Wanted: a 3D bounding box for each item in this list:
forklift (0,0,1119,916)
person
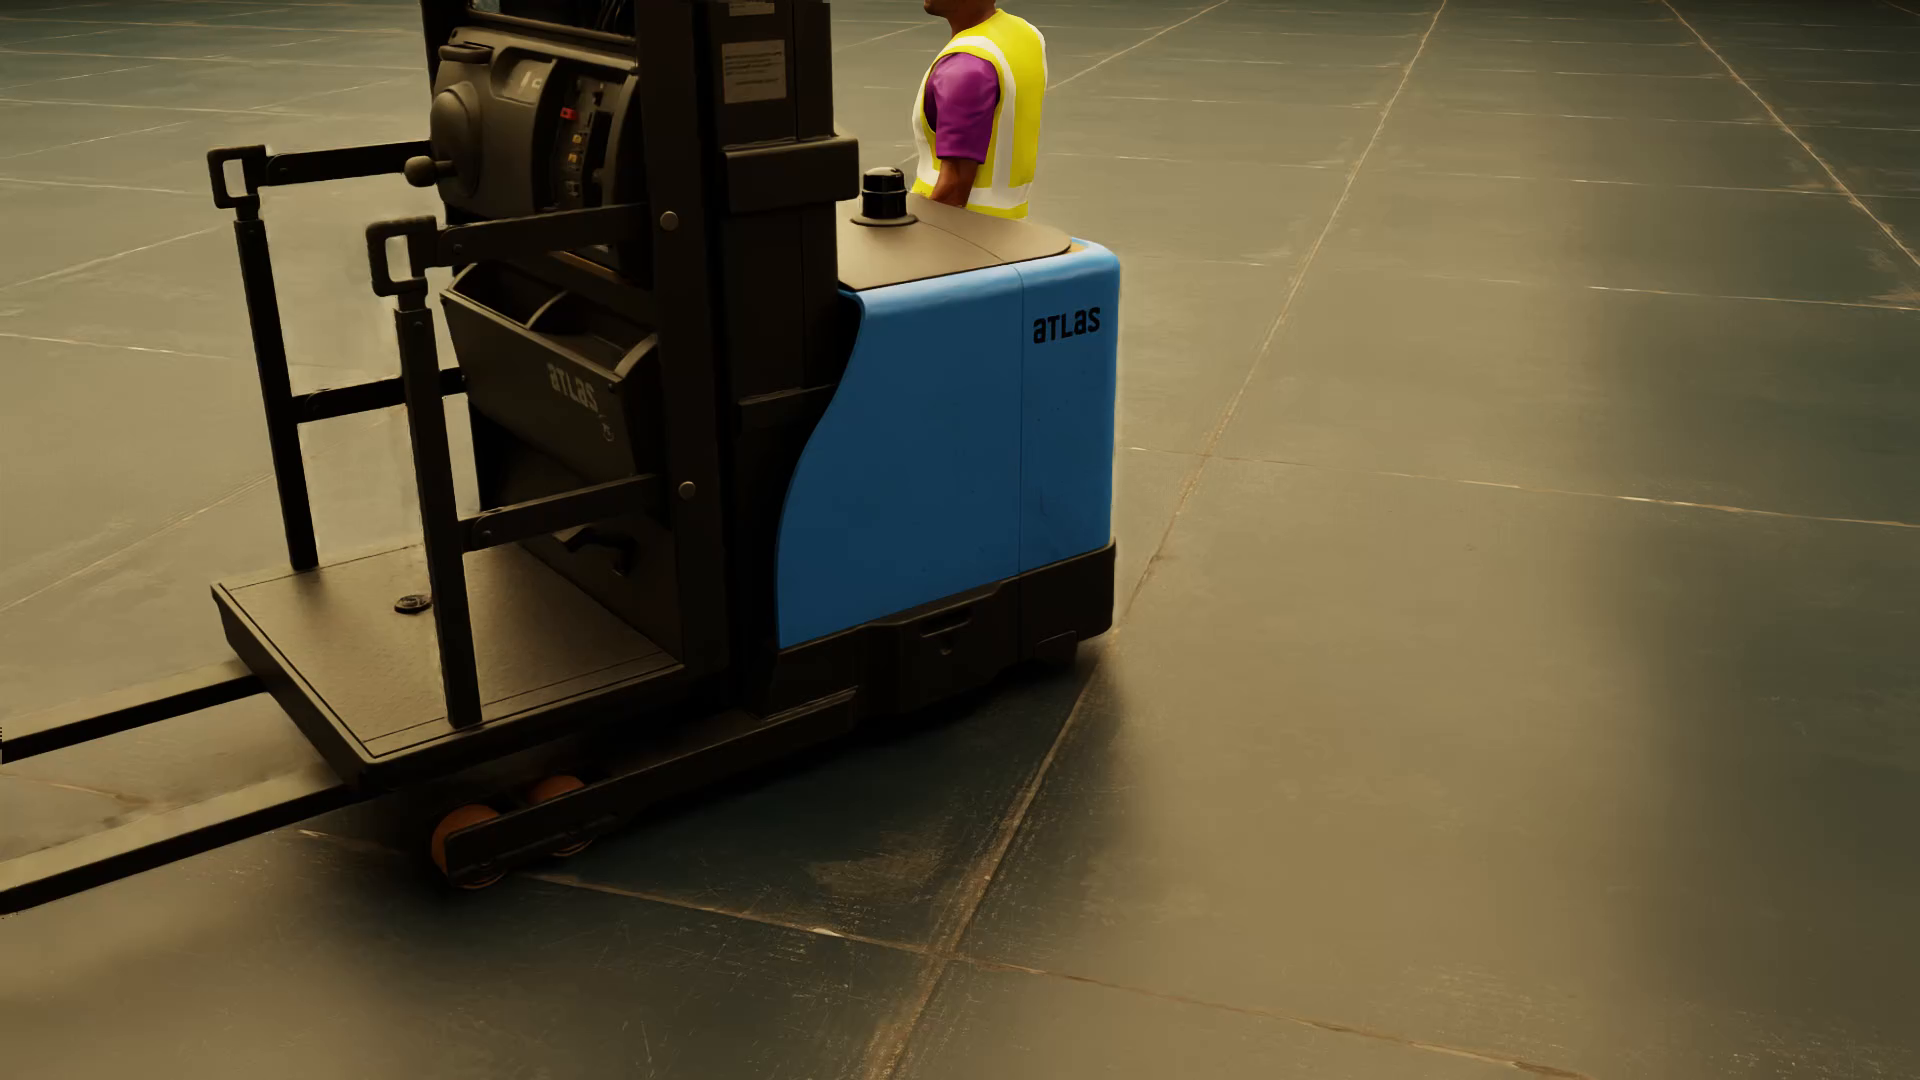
[{"bbox_3d":[-1.074,-0.871,3.389,3.031,2.935,1.130,-16,28,-34],"label":"forklift"},{"bbox_3d":[-0.064,-0.871,4.790,0.577,1.765,0.665,7,23,16],"label":"person"}]
